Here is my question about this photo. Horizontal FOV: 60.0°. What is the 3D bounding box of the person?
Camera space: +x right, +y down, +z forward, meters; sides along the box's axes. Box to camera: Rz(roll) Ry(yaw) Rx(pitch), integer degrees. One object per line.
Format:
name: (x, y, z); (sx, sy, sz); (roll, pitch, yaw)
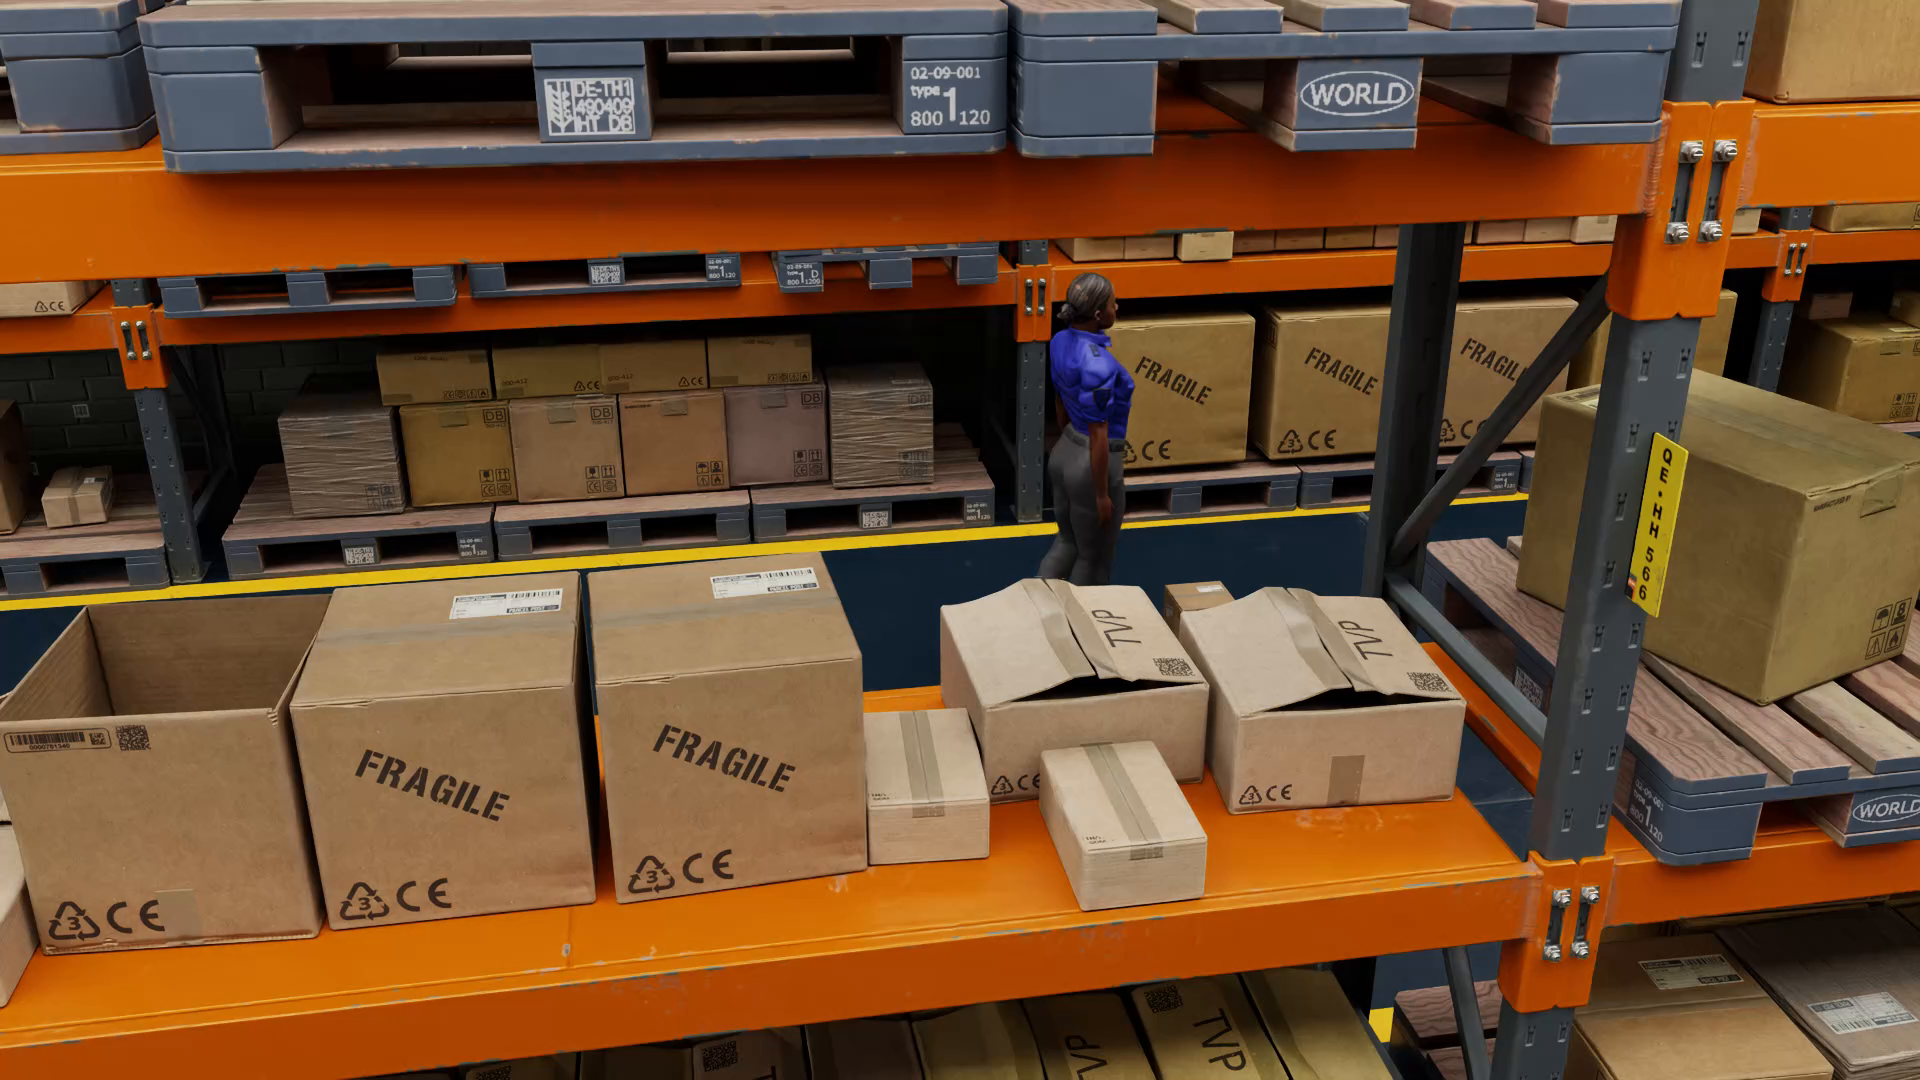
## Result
person: (0.494, -0.271, 6.704); (0.455, 1.660, 0.476); (-9, 25, -19)
